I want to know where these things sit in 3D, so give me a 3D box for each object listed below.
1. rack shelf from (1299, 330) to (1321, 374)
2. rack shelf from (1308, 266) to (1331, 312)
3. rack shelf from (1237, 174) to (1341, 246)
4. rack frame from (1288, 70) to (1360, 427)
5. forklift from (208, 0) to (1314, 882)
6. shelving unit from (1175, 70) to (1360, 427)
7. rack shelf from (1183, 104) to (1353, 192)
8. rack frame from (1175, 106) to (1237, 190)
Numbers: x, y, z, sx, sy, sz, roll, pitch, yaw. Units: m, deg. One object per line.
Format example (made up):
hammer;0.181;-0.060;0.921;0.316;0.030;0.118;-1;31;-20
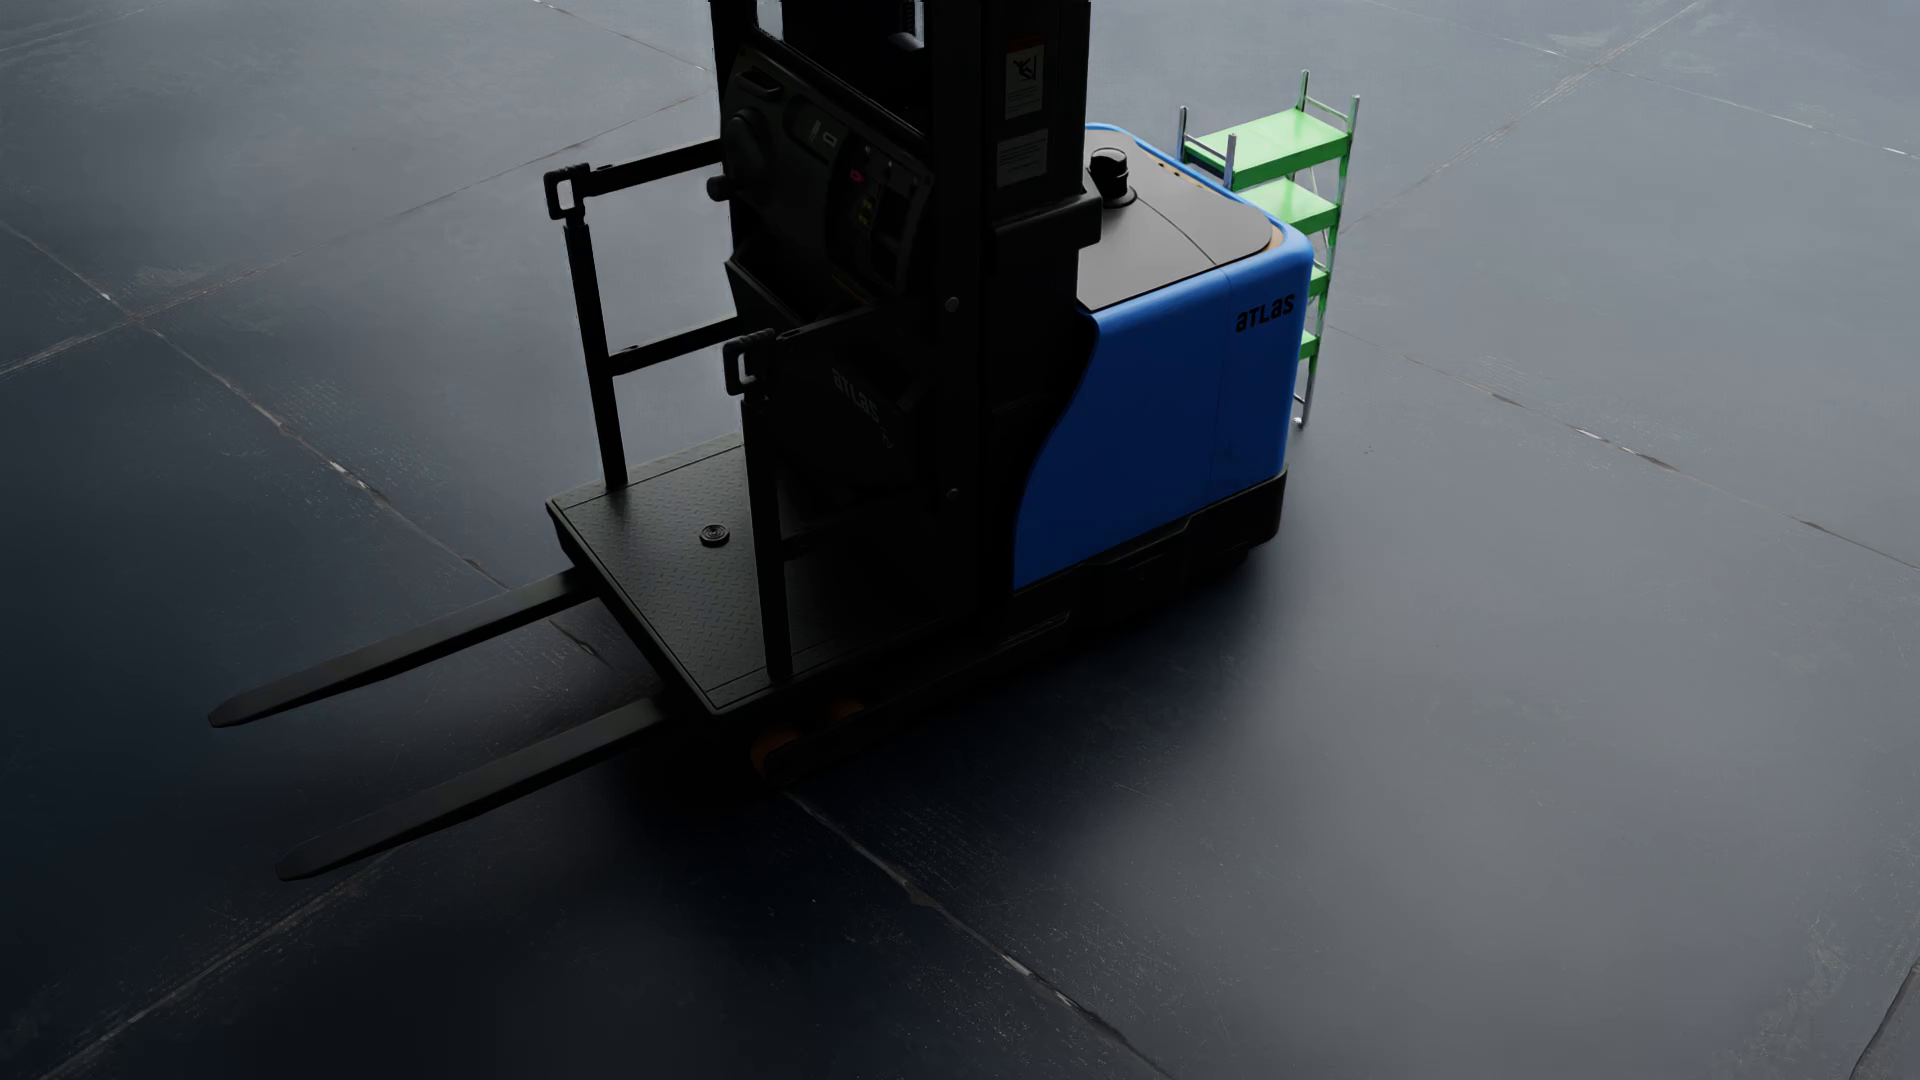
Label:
rack shelf;0.927;-0.602;5.530;0.480;0.148;0.258;-22;44;-26
rack shelf;0.927;-0.790;5.381;0.480;0.148;0.258;-22;44;-26
rack shelf;0.928;-0.978;5.232;0.480;0.148;0.258;-22;44;-26
rack frame;1.130;-0.924;5.447;0.015;1.200;0.240;-22;44;-26
forklift;-0.514;-0.871;3.991;3.031;2.935;1.130;-23;44;-26
shelving unit;0.928;-0.840;5.341;0.503;1.200;0.258;-22;44;-26
rack shelf;0.928;-1.166;5.082;0.480;0.148;0.258;-22;44;-26
rack frame;0.725;-0.756;5.235;0.015;1.200;0.240;-22;44;-26
